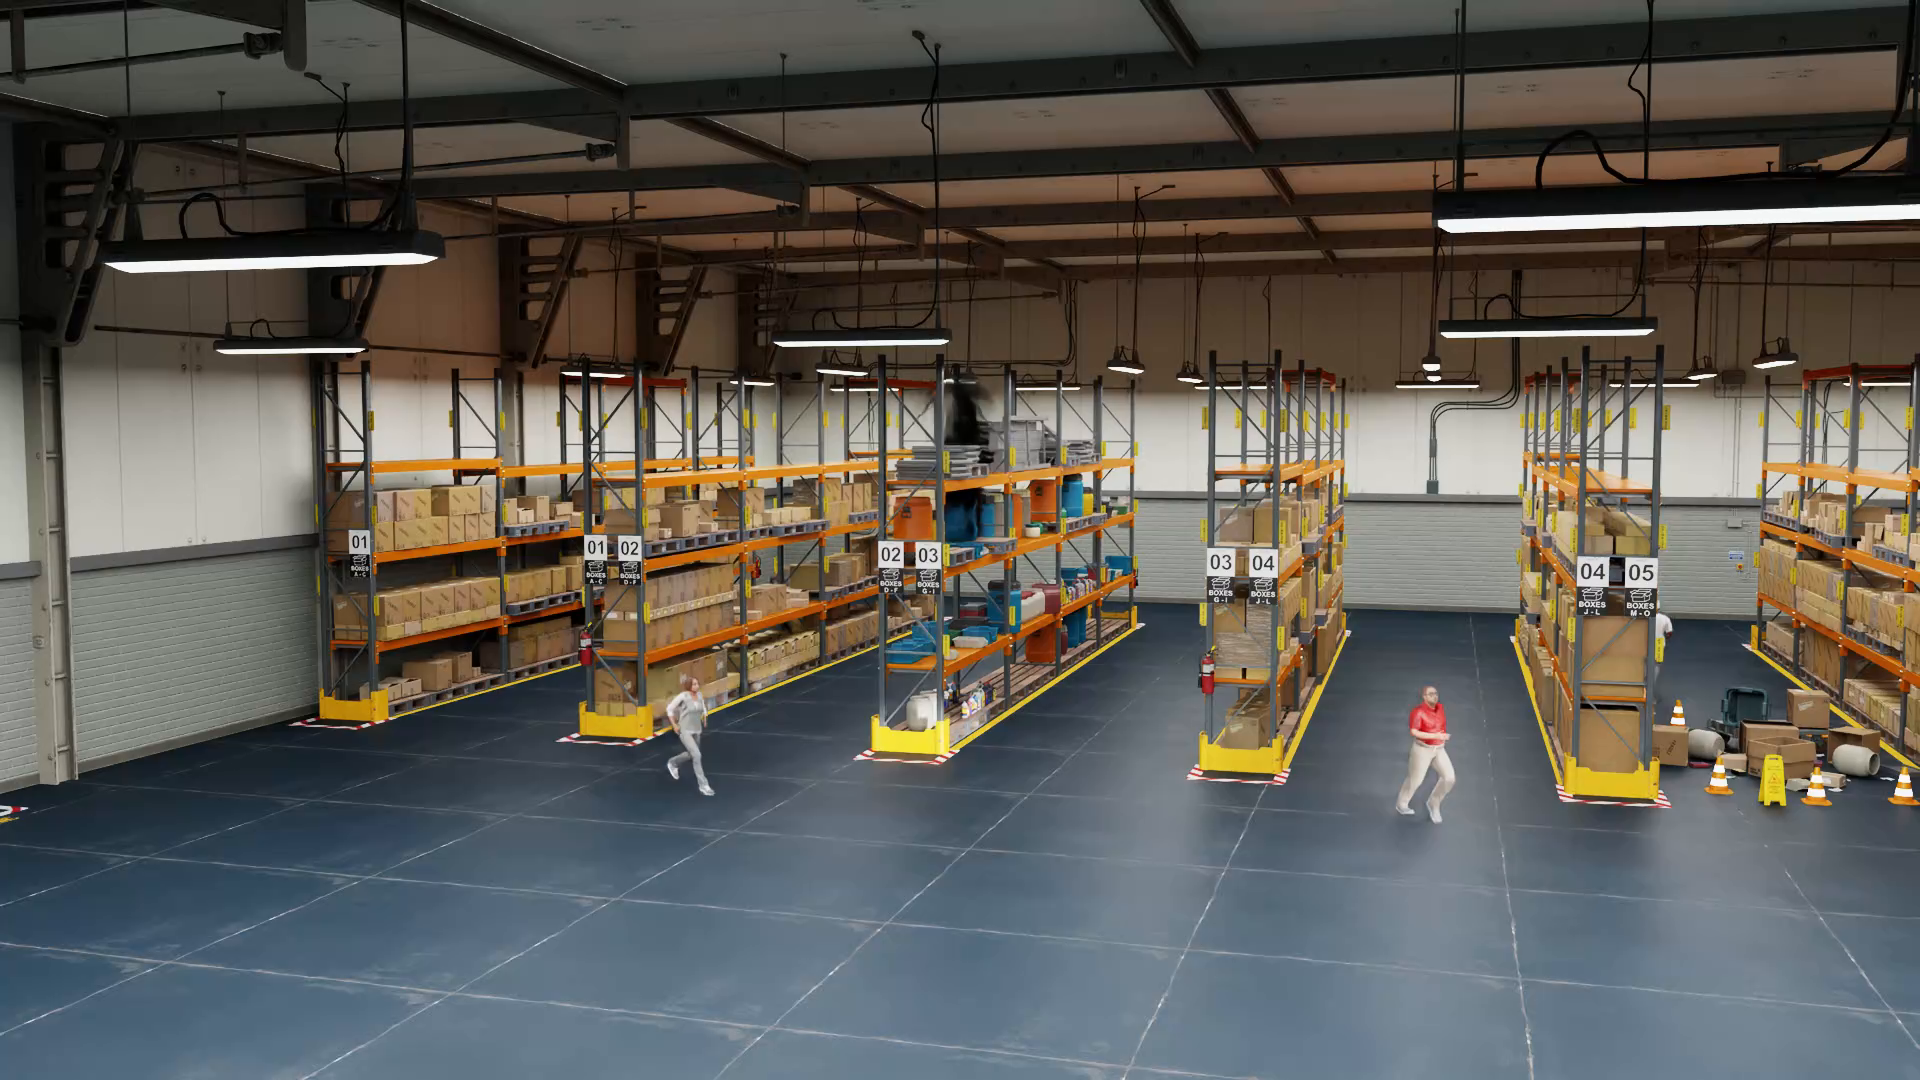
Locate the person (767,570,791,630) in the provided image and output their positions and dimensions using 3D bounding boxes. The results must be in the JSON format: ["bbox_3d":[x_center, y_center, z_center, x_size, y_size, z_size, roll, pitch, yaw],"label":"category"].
[{"bbox_3d":[-4.099,1.473,37.658,0.643,1.709,0.882,1,4,14],"label":"person"}]

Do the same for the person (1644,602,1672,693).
[{"bbox_3d":[12.806,1.938,30.817,0.688,1.713,0.639,1,4,16],"label":"person"}]

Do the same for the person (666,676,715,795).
[{"bbox_3d":[-3.714,2.558,22.488,0.785,1.489,0.559,4,5,41],"label":"person"}]

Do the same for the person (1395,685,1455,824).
[{"bbox_3d":[5.855,2.669,20.741,0.676,1.744,0.881,-2,4,-23],"label":"person"}]
